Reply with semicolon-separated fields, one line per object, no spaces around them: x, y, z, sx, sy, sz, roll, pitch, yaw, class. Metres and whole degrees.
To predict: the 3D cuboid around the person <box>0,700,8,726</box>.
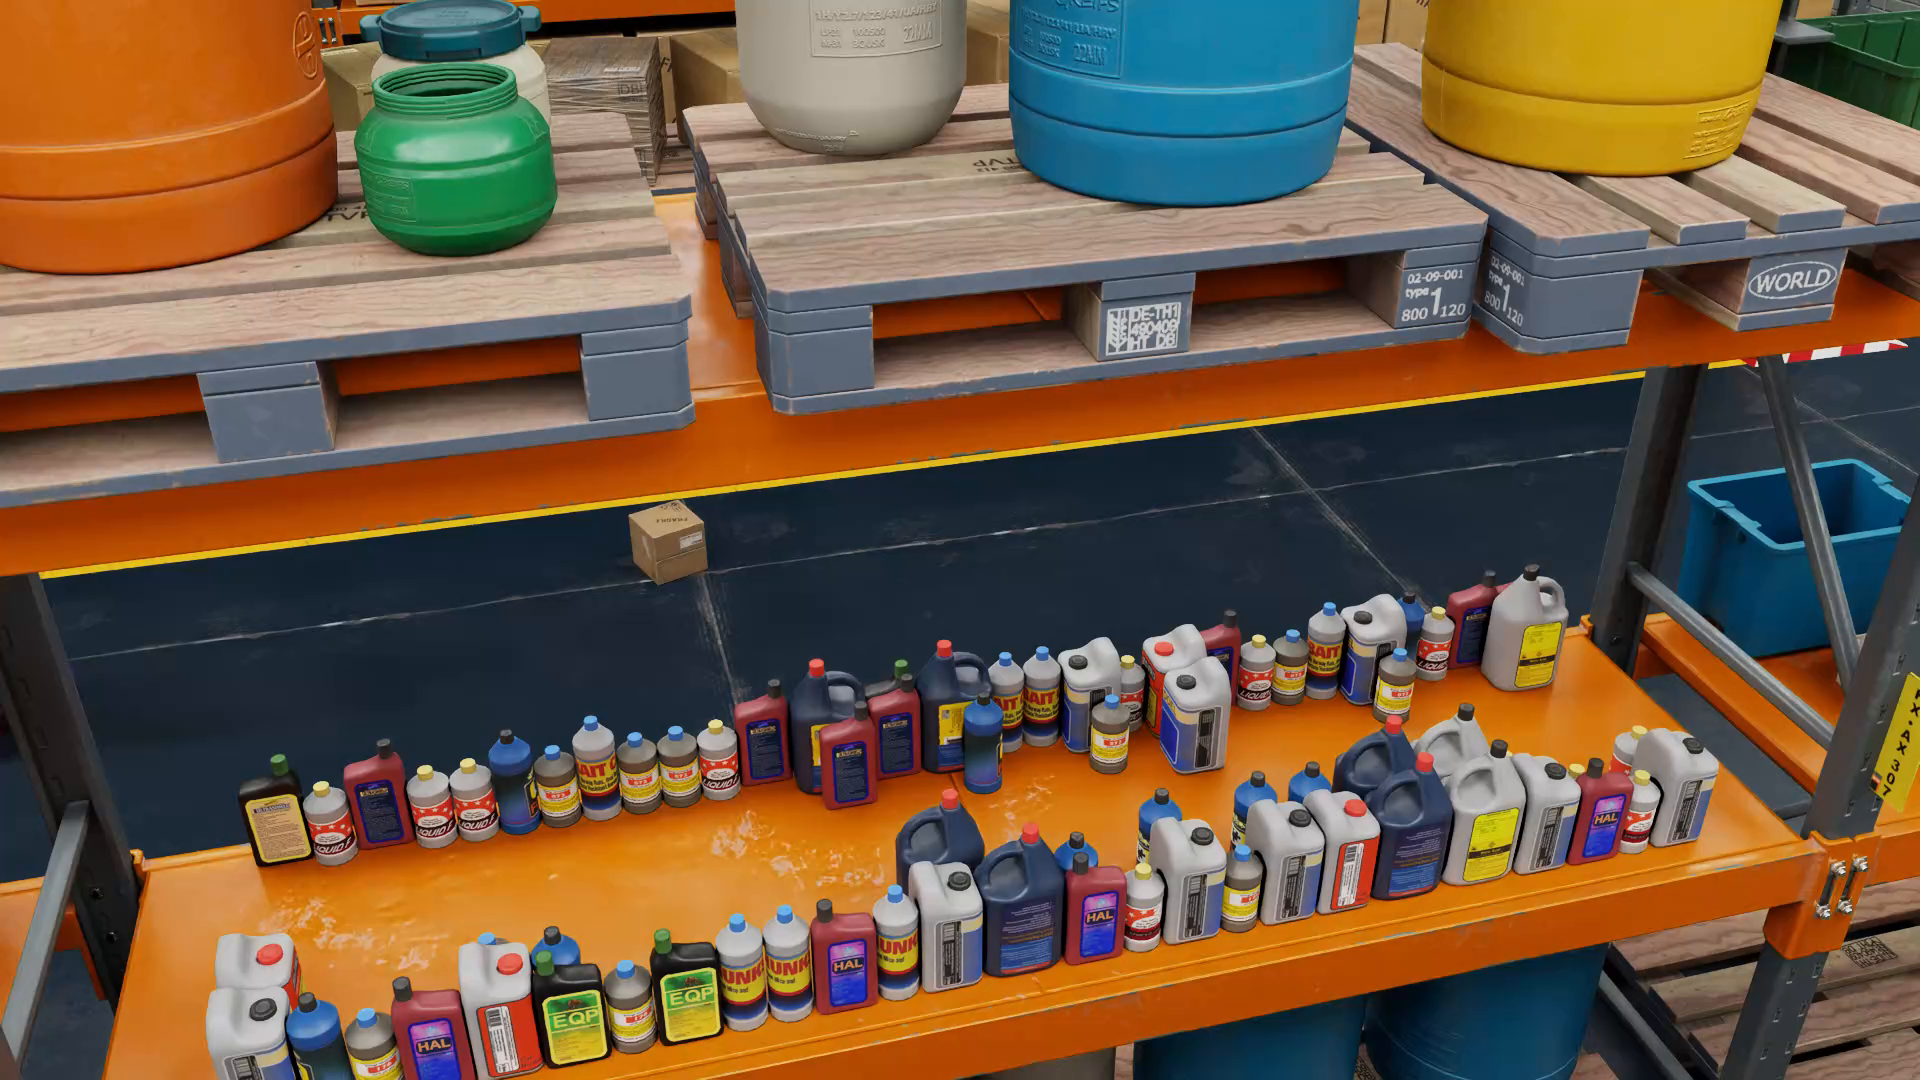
-4.000;0.068;6.003;0.907;1.613;0.500;-6;31;-11;person
